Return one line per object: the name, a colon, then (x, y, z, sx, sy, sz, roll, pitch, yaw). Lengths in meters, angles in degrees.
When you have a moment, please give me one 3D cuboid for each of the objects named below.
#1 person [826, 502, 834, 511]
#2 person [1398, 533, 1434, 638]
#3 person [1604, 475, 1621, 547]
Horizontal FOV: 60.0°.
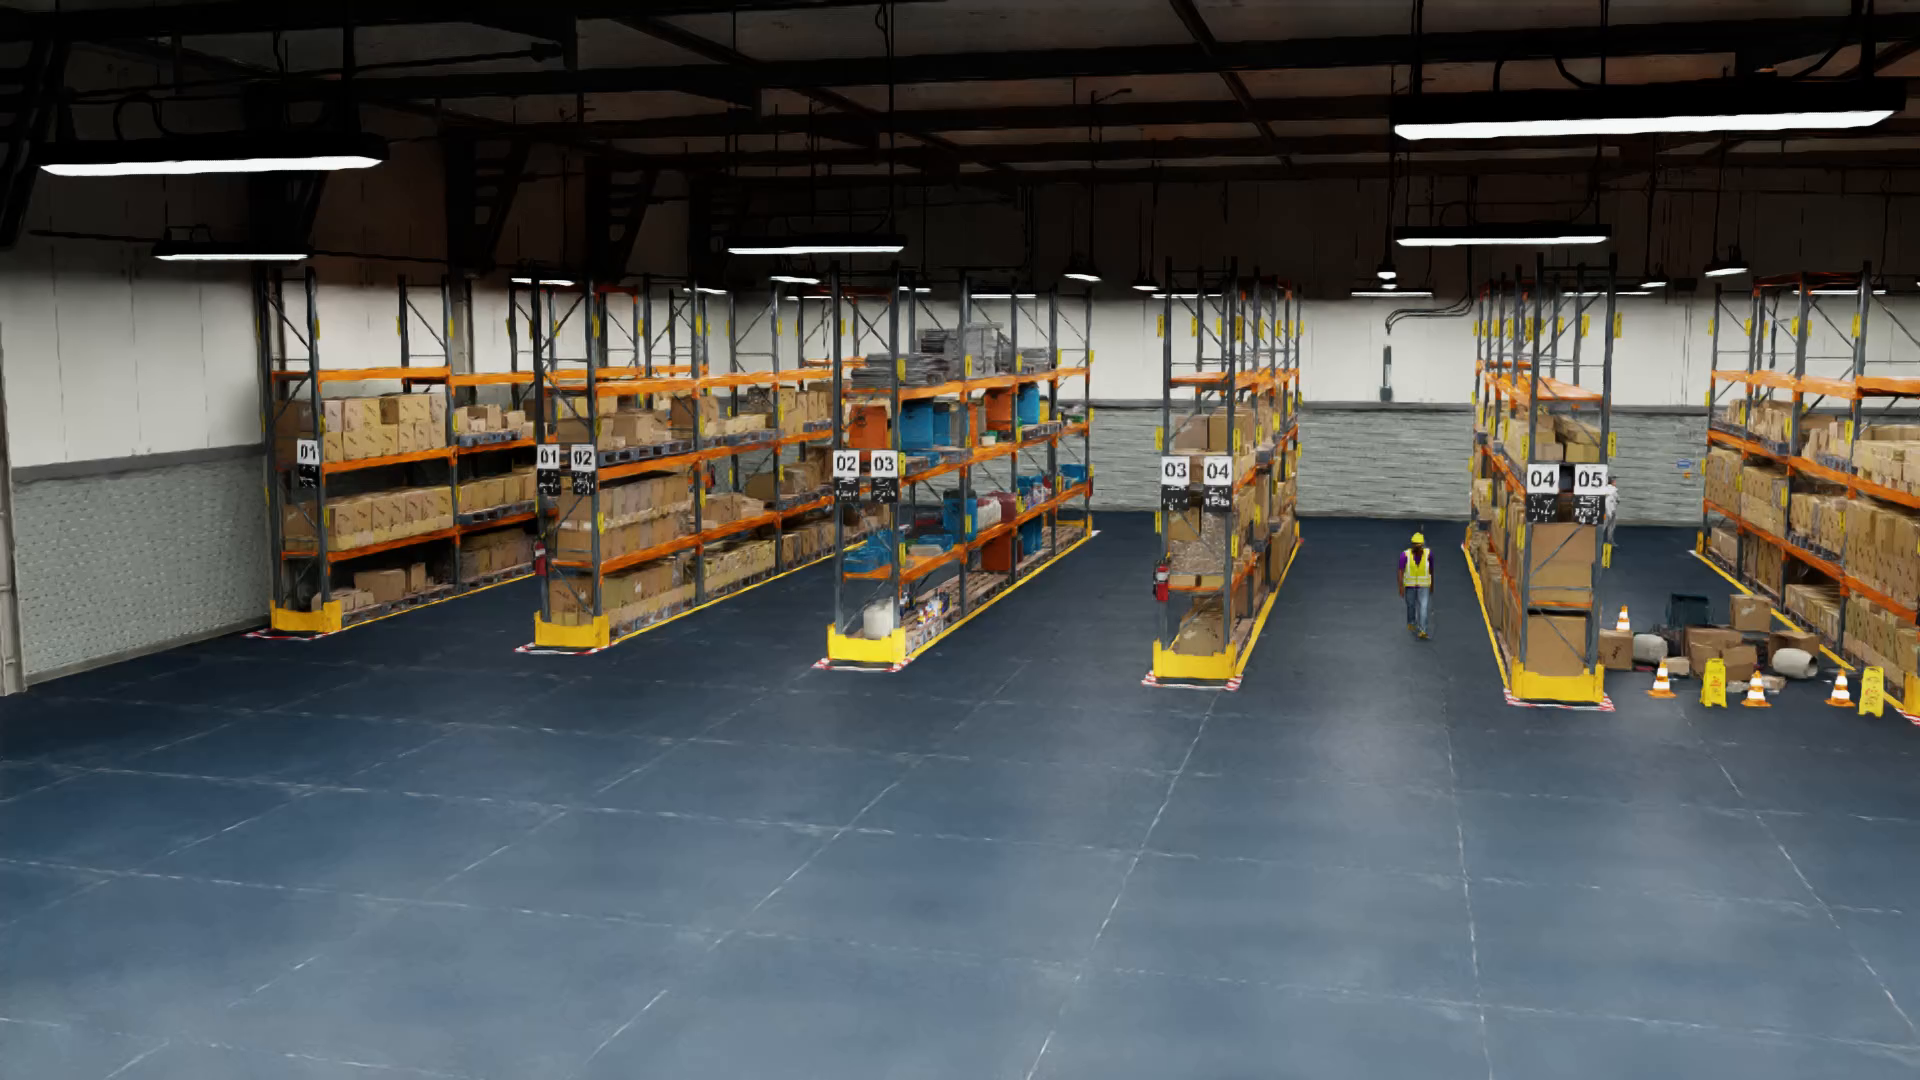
person: (-3.357, -1.609, 45.235, 0.595, 1.772, 0.572, -3, 8, -21)
person: (7.444, 0.714, 27.168, 0.577, 1.691, 1.121, 2, 8, 16)
person: (14.889, -0.663, 38.128, 0.461, 1.676, 0.576, 6, 9, 38)
